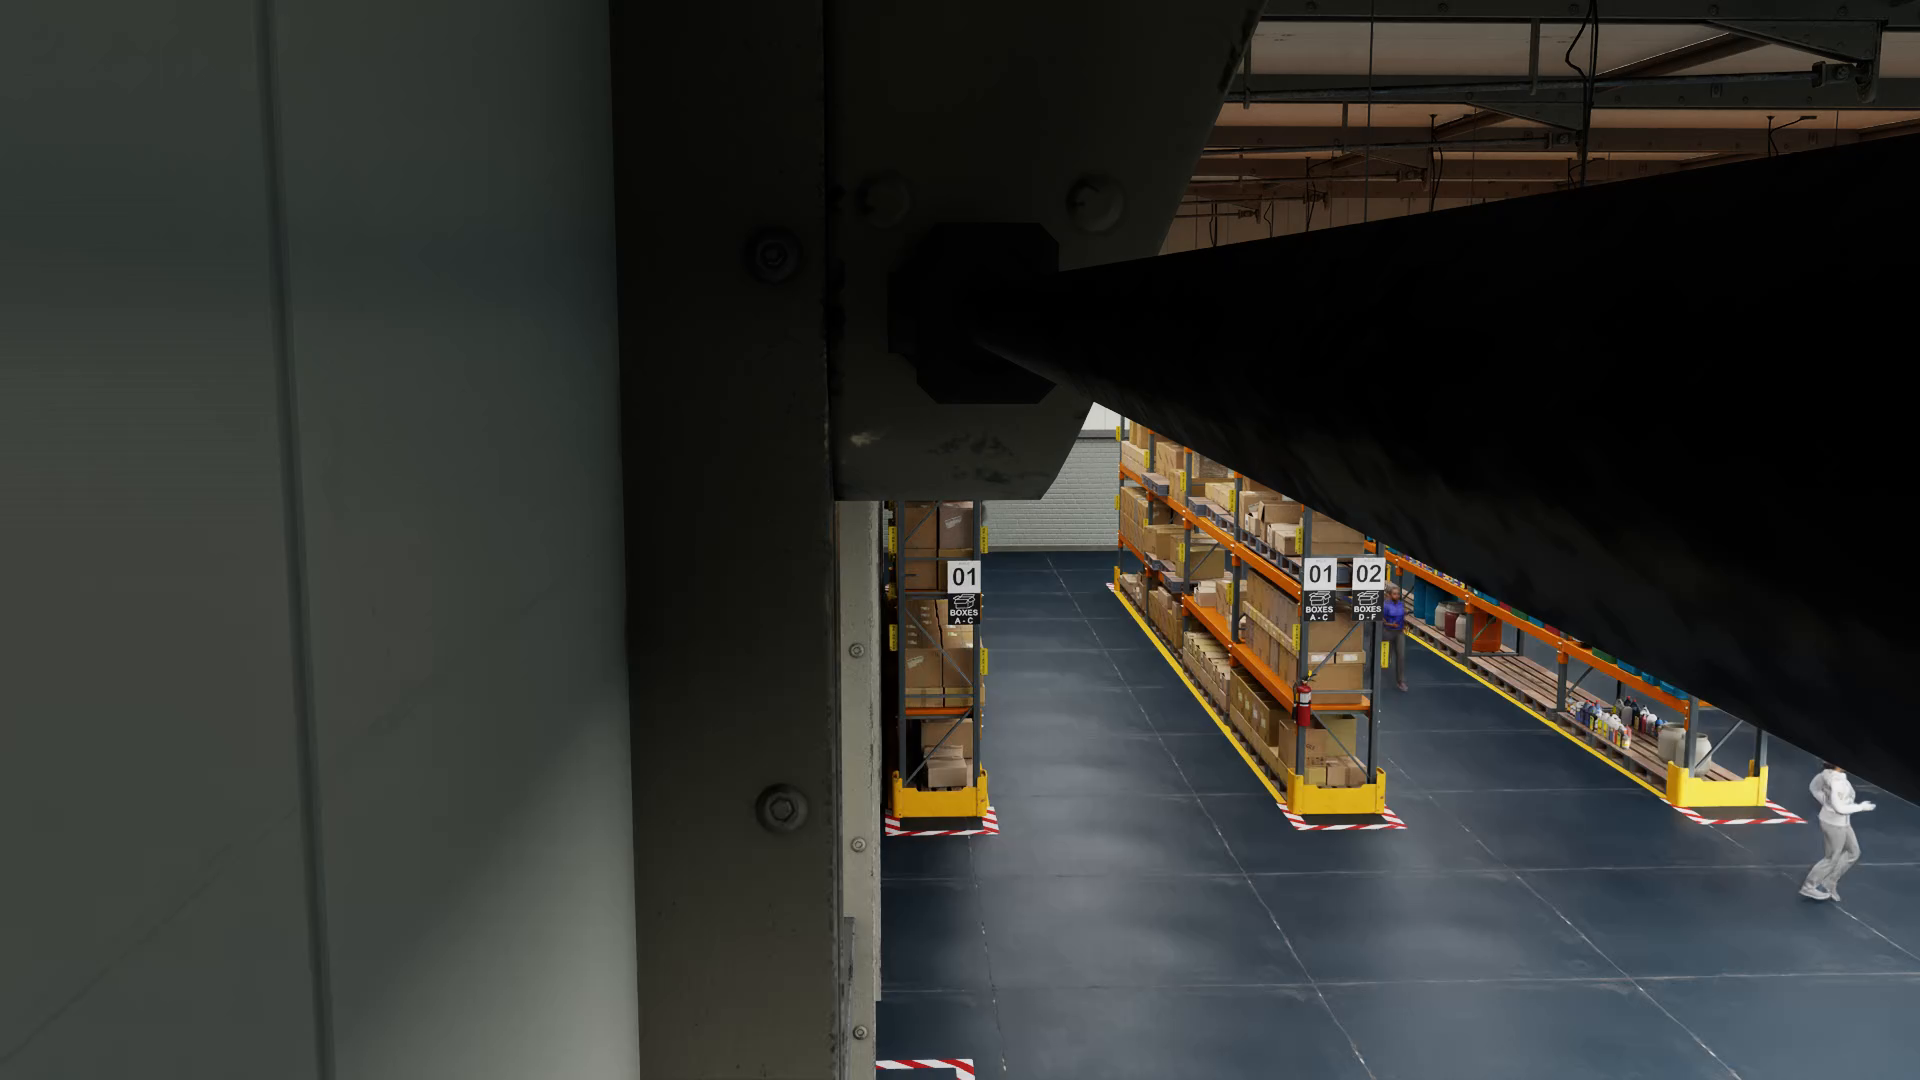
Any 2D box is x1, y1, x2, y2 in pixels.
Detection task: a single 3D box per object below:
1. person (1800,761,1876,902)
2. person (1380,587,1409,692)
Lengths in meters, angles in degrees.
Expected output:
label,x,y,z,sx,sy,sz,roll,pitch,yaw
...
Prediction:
label,x,y,z,sx,sy,sz,roll,pitch,yaw
person,9.237,3.004,17.483,0.638,1.706,0.594,4,9,23
person,7.088,1.587,27.246,0.579,1.657,0.923,-2,9,-15
